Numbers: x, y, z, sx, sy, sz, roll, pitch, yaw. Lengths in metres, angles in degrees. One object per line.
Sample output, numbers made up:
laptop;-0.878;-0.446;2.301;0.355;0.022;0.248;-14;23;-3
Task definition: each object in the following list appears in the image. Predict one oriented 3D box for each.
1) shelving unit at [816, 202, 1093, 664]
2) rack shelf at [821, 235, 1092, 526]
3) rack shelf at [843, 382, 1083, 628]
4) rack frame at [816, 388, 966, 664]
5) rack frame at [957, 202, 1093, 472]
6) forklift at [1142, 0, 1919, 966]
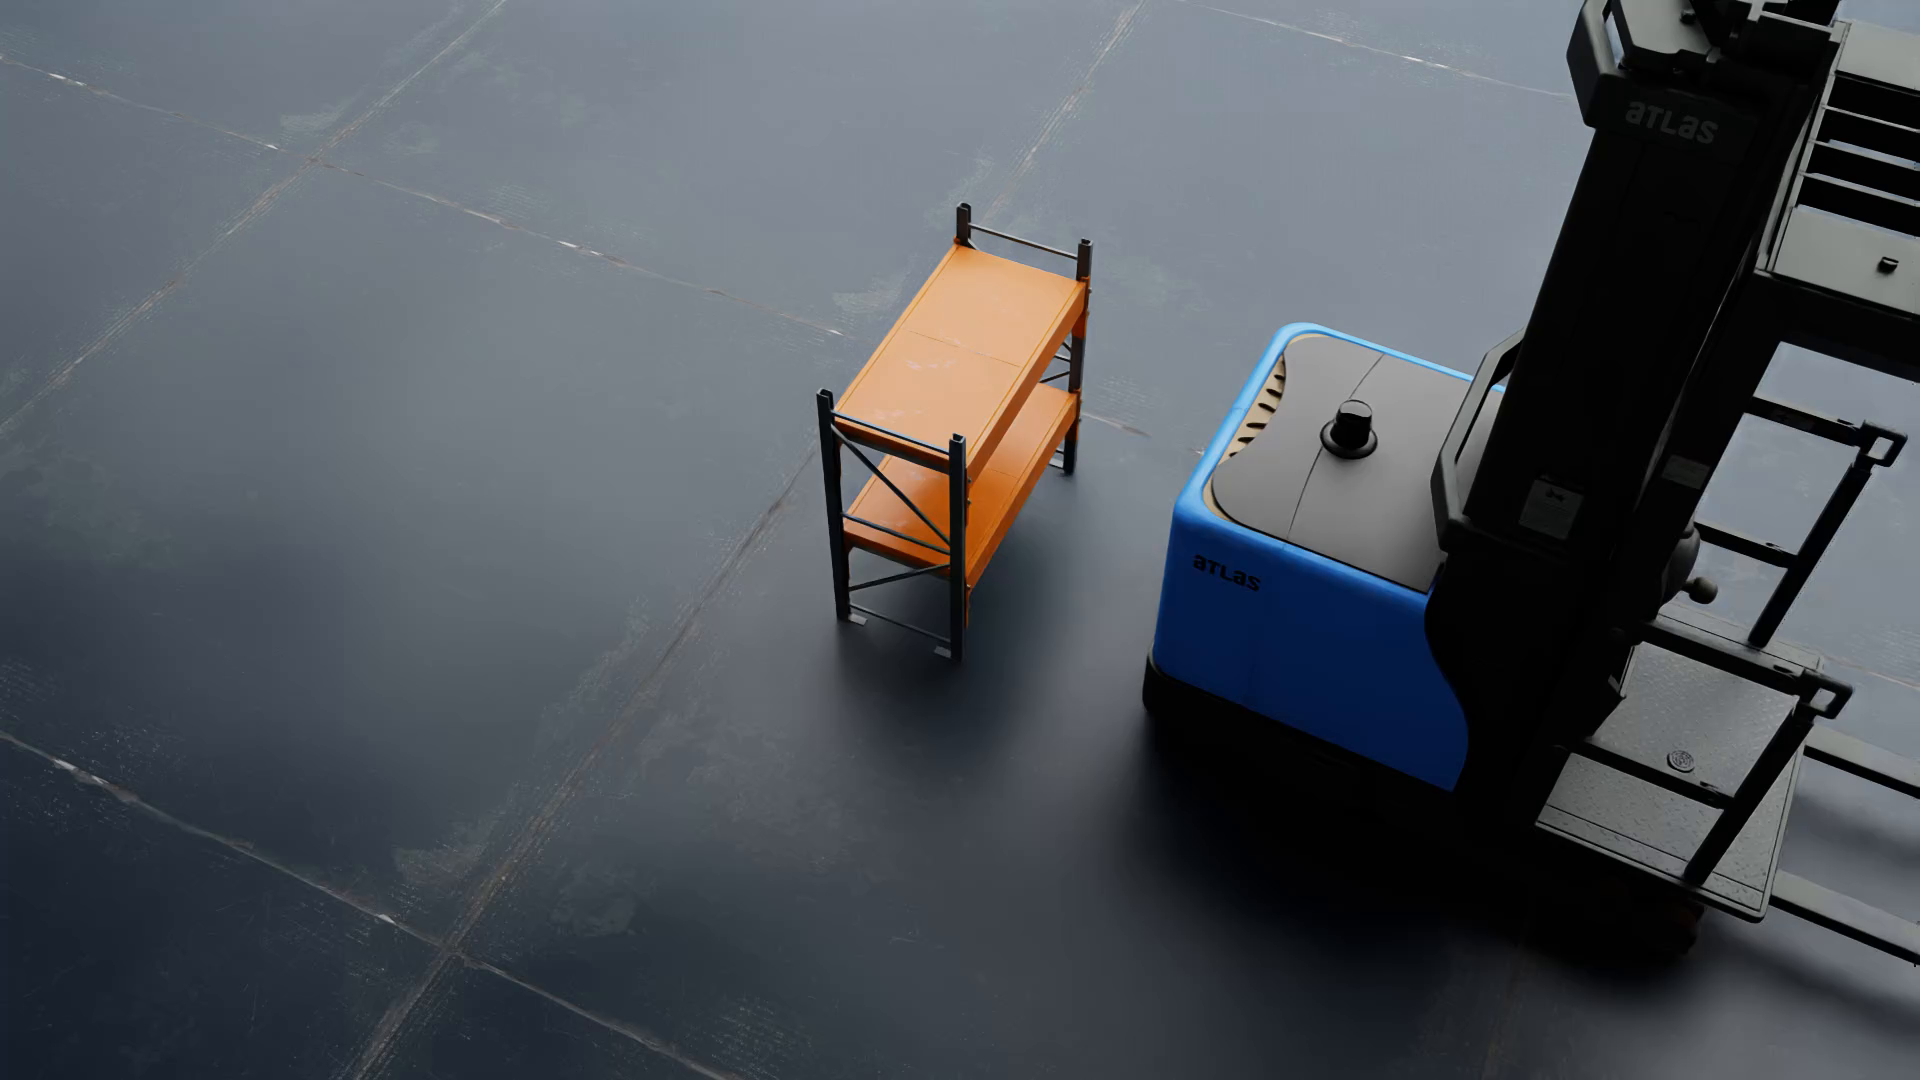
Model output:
shelving unit;0.003;-0.369;5.826;0.538;1.125;1.048;20;52;16
rack shelf;0.003;-0.559;5.603;0.538;0.278;1.000;20;52;16
rack shelf;0.003;-0.211;6.012;0.538;0.278;1.000;20;52;16
rack frame;-0.214;-0.019;5.528;0.500;1.125;0.032;20;52;16
rack frame;0.220;-0.719;6.123;0.500;1.125;0.032;20;52;16
forklift;2.171;-0.145;4.449;3.031;2.935;1.130;22;53;18
